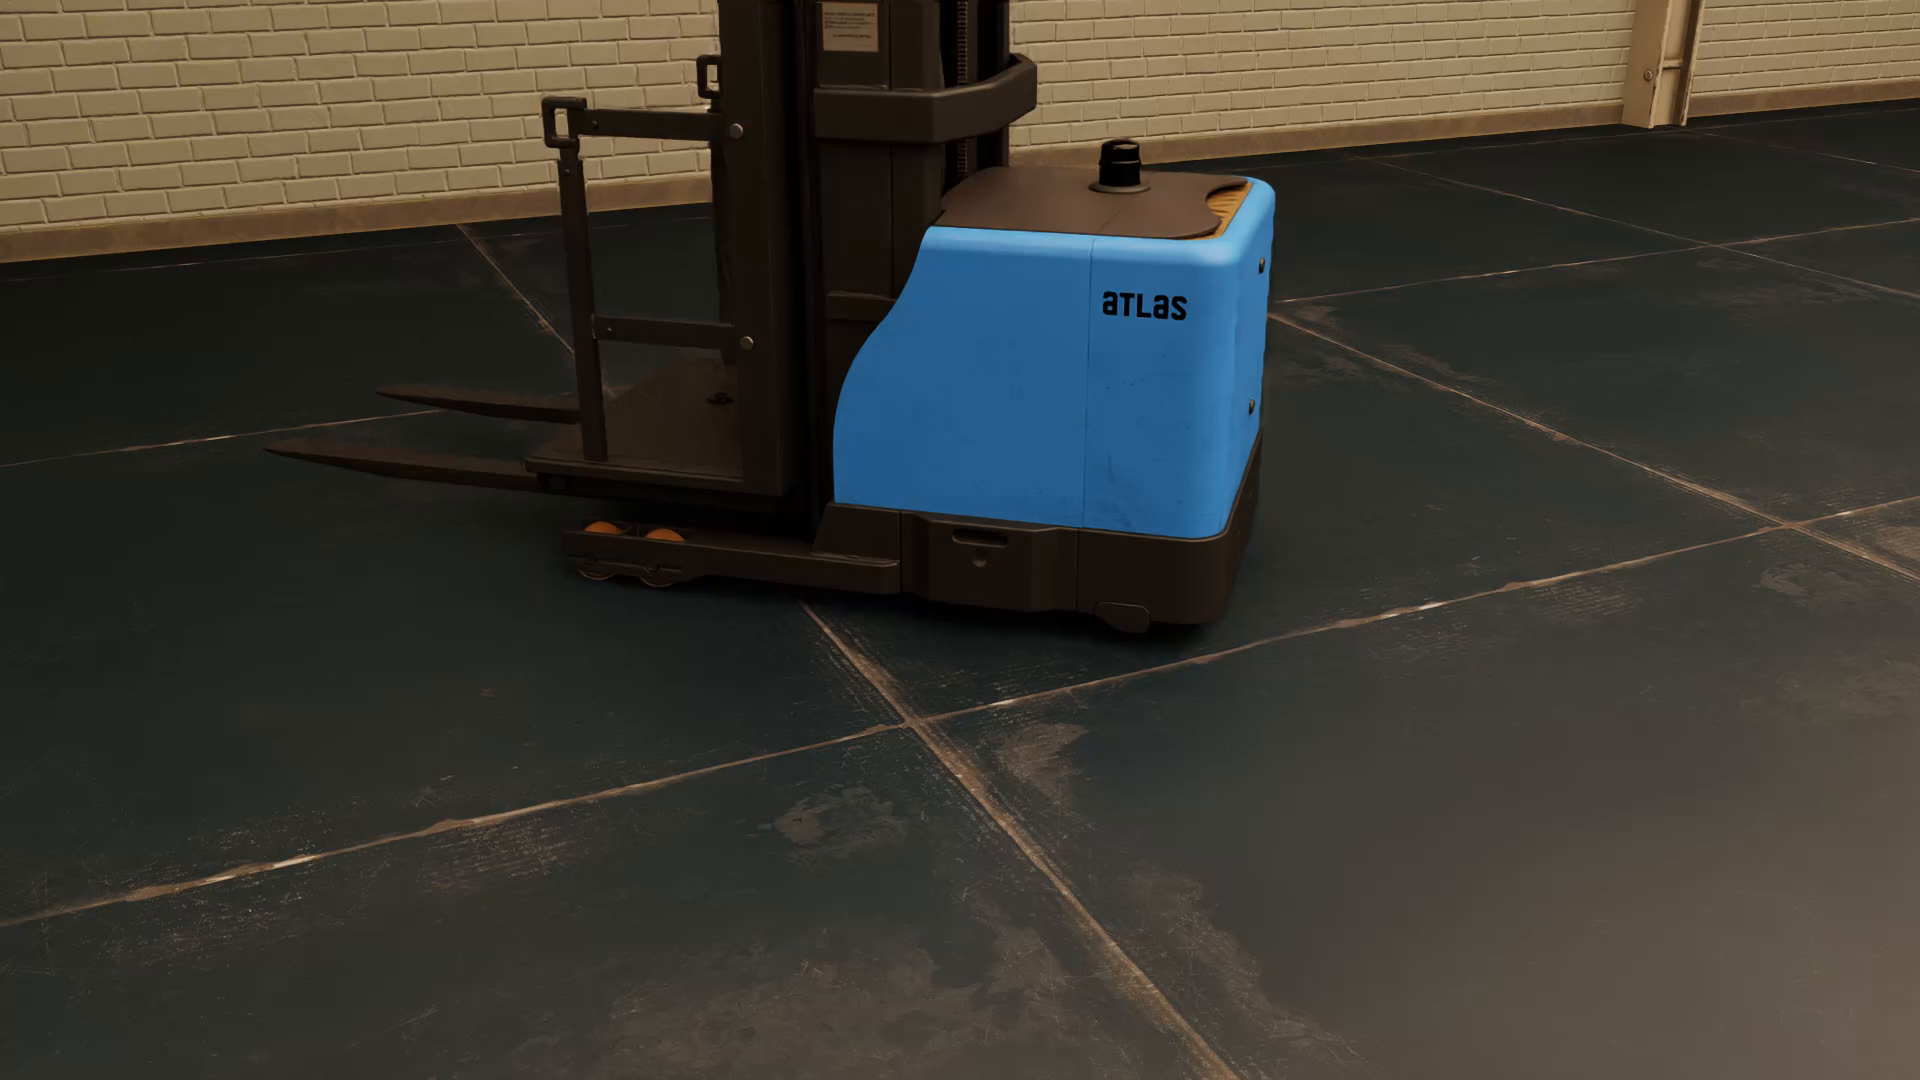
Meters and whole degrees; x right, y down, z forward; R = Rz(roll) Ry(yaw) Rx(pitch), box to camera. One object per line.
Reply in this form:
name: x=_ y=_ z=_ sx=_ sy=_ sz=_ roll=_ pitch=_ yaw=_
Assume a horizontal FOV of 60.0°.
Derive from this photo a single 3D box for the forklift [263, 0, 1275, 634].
forklift: x=-0.643 y=-1.403 z=4.665 sx=3.031 sy=2.935 sz=1.130 roll=6 pitch=23 yaw=14
